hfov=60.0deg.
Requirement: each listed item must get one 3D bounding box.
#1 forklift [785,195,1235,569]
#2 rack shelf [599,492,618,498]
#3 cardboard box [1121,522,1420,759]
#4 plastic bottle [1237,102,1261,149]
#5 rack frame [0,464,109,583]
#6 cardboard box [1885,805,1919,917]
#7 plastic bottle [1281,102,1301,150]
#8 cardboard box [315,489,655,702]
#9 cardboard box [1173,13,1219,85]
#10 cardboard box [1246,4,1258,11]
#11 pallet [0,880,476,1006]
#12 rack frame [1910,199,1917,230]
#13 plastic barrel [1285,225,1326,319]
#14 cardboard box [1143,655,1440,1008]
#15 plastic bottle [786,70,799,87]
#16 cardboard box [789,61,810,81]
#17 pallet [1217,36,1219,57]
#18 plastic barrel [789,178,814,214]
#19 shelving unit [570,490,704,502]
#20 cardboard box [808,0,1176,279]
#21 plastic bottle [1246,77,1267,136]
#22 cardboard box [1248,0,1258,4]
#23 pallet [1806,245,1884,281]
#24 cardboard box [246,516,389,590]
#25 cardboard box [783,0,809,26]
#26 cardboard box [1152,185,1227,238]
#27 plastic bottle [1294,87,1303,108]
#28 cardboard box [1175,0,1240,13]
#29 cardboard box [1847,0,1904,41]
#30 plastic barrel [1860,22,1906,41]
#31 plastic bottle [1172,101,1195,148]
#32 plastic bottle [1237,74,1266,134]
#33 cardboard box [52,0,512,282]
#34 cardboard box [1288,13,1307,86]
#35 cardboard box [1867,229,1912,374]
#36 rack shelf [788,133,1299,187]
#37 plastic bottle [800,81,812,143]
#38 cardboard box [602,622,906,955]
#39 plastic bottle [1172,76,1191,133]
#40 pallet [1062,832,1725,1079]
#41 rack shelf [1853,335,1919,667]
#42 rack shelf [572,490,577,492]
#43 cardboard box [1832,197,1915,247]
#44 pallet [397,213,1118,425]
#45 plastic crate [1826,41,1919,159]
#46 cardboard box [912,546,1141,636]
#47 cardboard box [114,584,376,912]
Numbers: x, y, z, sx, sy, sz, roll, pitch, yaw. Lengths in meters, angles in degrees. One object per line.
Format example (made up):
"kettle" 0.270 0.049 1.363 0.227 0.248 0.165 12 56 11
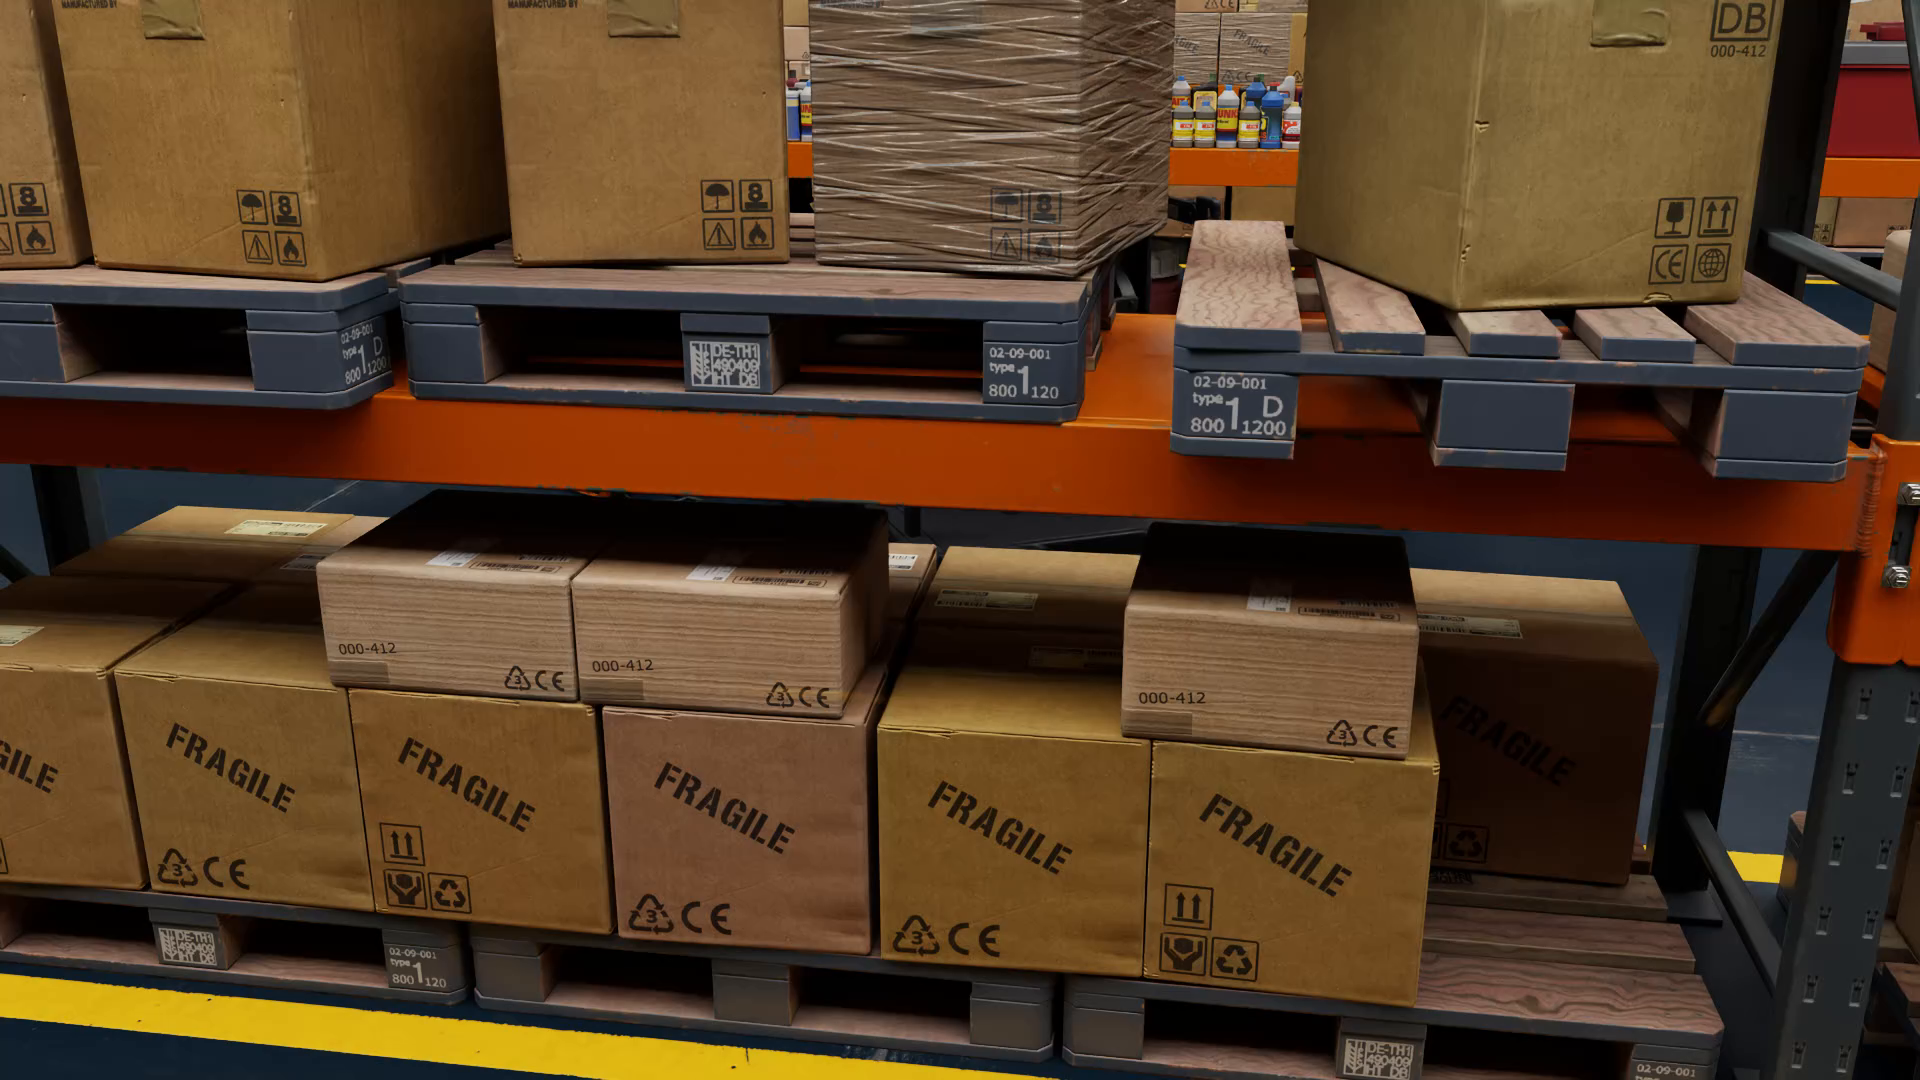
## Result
"forklift" 0.223 -1.197 5.261 1.130 2.935 3.031 -7 20 -19
"rack shelf" -1.362 -0.279 6.824 0.103 0.180 0.258 14 23 36
"cardboard box" 0.581 0.172 3.125 0.500 0.250 0.500 4 19 11
"plastic bottle" 1.293 -1.856 7.435 0.097 0.201 0.097 0 18 0
"rack frame" -2.351 -0.675 3.593 0.127 3.000 1.000 3 19 9
"cardboard box" 2.156 0.581 3.510 0.500 0.250 0.500 3 19 10
"plastic bottle" 1.485 -1.846 7.405 0.097 0.201 0.097 0 18 0
"cardboard box" -0.925 0.097 3.349 0.500 0.250 0.500 3 19 9
"cardboard box" 1.642 -3.624 12.248 0.500 0.500 0.500 2 19 7
"cardboard box" 2.975 -5.254 16.545 0.250 0.149 0.380 3 19 10
"pallet" -1.542 0.677 3.948 1.213 0.211 1.003 3 19 9
"rack frame" 7.122 -3.376 11.665 0.127 3.000 1.000 3 19 9
"plastic barrel" 1.902 -1.215 7.964 0.708 0.830 0.600 3 19 9
"cardboard box" 0.637 0.530 3.239 0.500 0.500 0.500 4 19 11
"plastic bottle" -0.886 -2.255 8.500 0.133 0.283 0.061 3 19 9
"cardboard box" -1.129 -3.572 12.647 0.250 0.149 0.380 3 19 9
"pallet" 2.098 -5.122 17.185 1.213 0.211 1.003 3 19 9
"plastic barrel" -1.028 -1.398 8.399 0.708 0.901 0.600 3 19 9
"shelving unit" -1.584 -0.334 6.992 1.200 0.189 0.258 14 23 36
"cardboard box" 0.086 -0.822 3.214 0.500 0.500 0.700 7 20 19
"plastic bottle" 1.435 -2.106 8.073 0.097 0.271 0.097 0 18 0
"cardboard box" 2.997 -5.395 16.498 0.250 0.149 0.380 4 19 10
"pallet" 6.353 -2.092 12.223 1.213 0.211 1.003 3 19 9
"cardboard box" -1.332 0.264 4.032 0.500 0.500 0.500 3 19 9
"cardboard box" -1.273 -4.143 12.544 0.500 0.500 0.500 3 19 10
"cardboard box" 1.616 -2.857 12.801 0.875 0.875 1.225 3 19 9
"plastic bottle" 1.694 -2.124 8.107 0.133 0.283 0.061 3 19 9
"cardboard box" 1.811 -4.176 12.317 0.637 0.503 0.797 3 19 10
"cardboard box" 6.360 -3.943 11.753 1.000 1.000 1.000 3 19 9
"plastic barrel" 4.275 -2.064 7.530 0.433 0.535 0.433 0 18 0
"plastic bottle" 1.005 -1.870 7.479 0.097 0.201 0.097 0 18 0
"plastic bottle" 1.429 -2.137 8.147 0.133 0.283 0.061 3 19 9
"cardboard box" -1.230 -0.813 3.186 0.500 0.500 0.700 6 19 17
"cardboard box" 2.646 -3.572 12.093 0.500 0.500 0.500 4 19 10
"cardboard box" 1.950 -0.399 2.910 0.500 0.311 0.500 4 19 12
"rack shelf" 0.413 -1.785 8.044 4.000 0.370 1.077 3 19 9
"plastic bottle" -0.694 -1.990 7.726 0.097 0.271 0.097 0 18 0
"cardboard box" -0.393 0.479 3.390 0.500 0.500 0.500 2 19 7
"plastic bottle" 1.085 -2.143 8.184 0.097 0.271 0.097 0 18 0
"pallet" 0.867 0.799 3.581 1.213 0.211 1.003 3 19 9
"rack shelf" 3.573 -0.032 2.805 4.000 0.370 1.077 3 19 9
"rack shelf" -1.550 -0.325 6.966 0.103 0.180 0.258 14 23 36
"cardboard box" 6.519 -2.437 12.104 0.500 0.500 0.700 1 19 4
"pallet" -0.323 -0.479 3.310 1.213 0.211 1.003 3 19 9
"plastic crate" 3.934 -1.878 7.089 0.583 0.464 0.402 3 19 9
"cardboard box" 0.182 0.339 3.808 0.500 0.500 0.500 3 19 8
"cardboard box" -1.384 0.426 3.549 0.500 0.500 0.500 3 19 9
